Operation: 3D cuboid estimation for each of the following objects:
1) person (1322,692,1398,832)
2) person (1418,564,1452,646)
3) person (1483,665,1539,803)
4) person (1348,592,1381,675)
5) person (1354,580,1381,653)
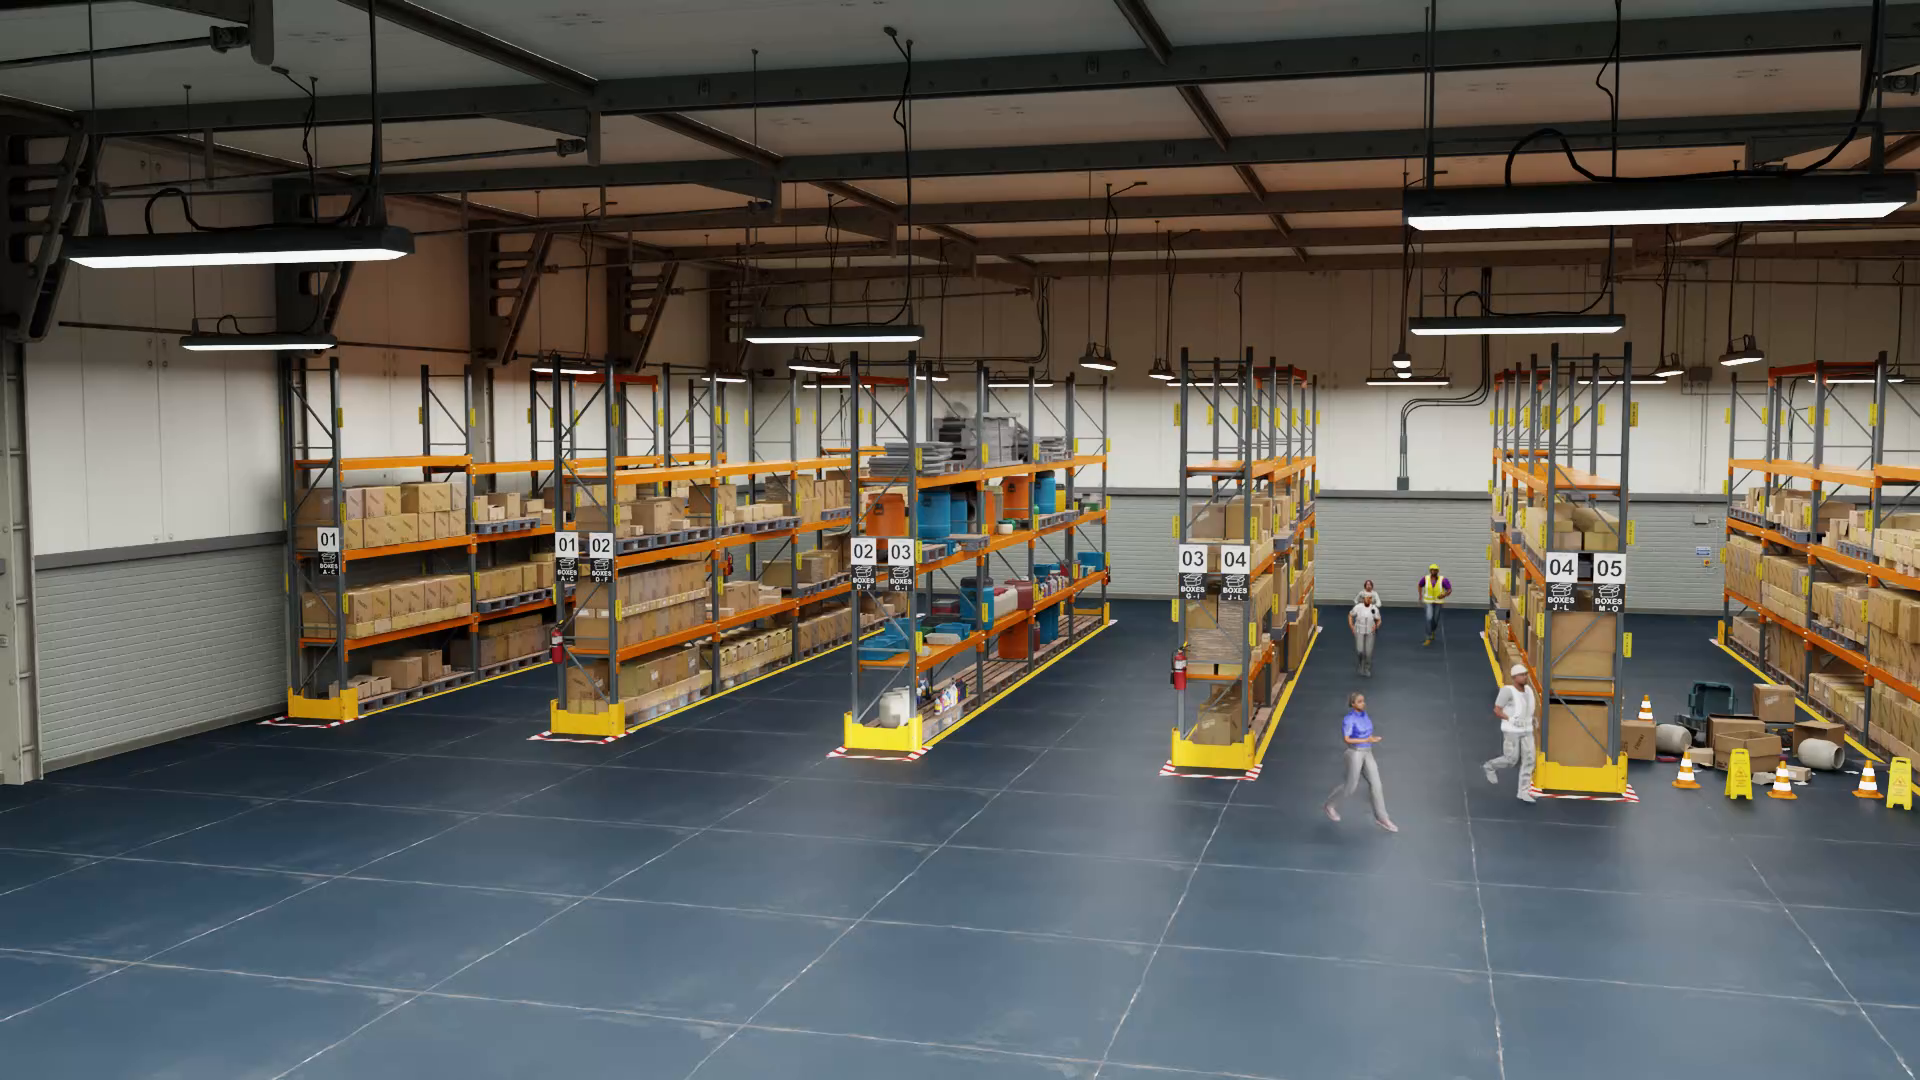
[{"bbox_3d":[4.899,2.671,20.307,0.586,1.636,0.995,-3,5,-37],"label":"person"},{"bbox_3d":[10.509,1.421,36.816,0.711,1.801,0.857,1,4,15],"label":"person"},{"bbox_3d":[7.329,2.524,21.939,0.683,1.778,0.874,-2,5,-25],"label":"person"},{"bbox_3d":[7.851,1.823,32.231,0.618,1.626,0.580,1,4,8],"label":"person"},{"bbox_3d":[8.528,1.678,34.782,0.525,1.516,0.842,1,4,8],"label":"person"}]
